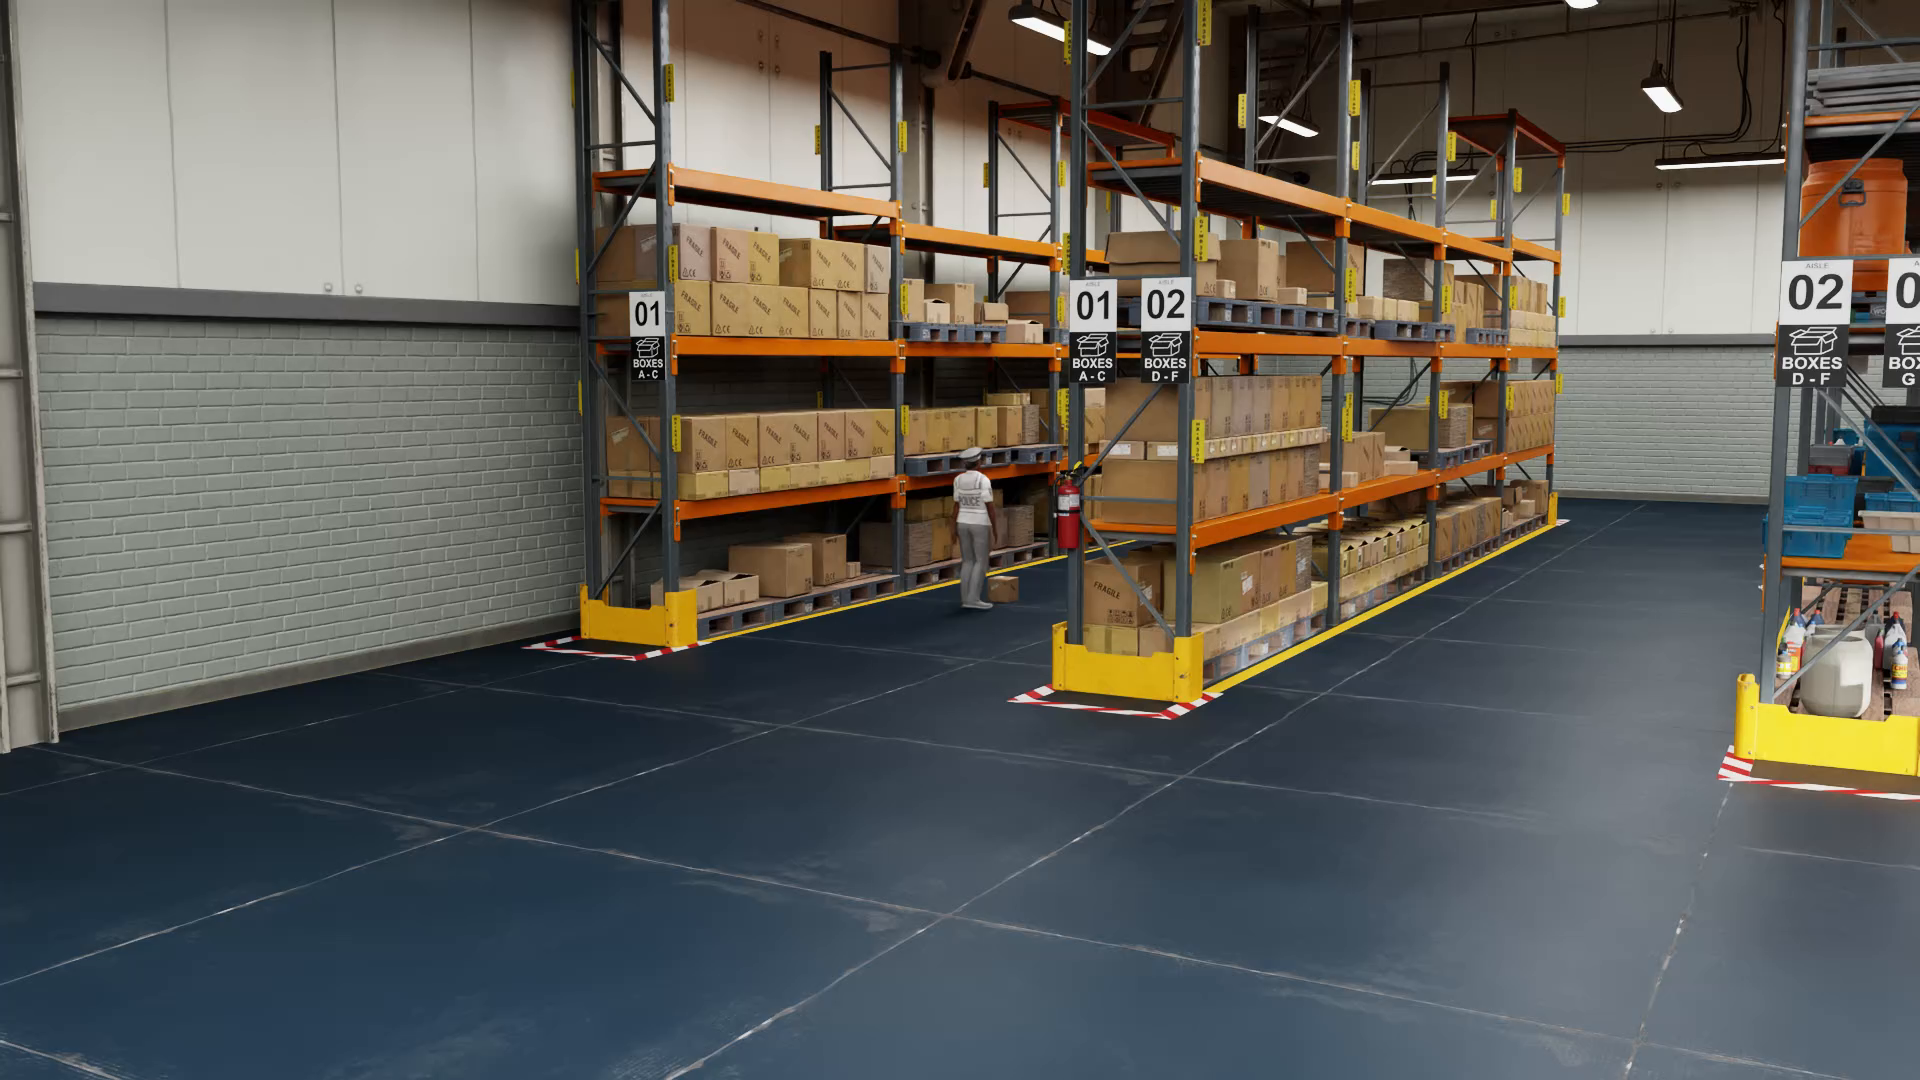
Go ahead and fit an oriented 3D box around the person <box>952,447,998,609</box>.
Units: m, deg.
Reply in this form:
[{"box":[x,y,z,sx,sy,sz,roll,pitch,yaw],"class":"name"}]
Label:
[{"box":[0.145,-0.127,17.308,0.496,1.680,0.390,4,7,32],"class":"person"}]
